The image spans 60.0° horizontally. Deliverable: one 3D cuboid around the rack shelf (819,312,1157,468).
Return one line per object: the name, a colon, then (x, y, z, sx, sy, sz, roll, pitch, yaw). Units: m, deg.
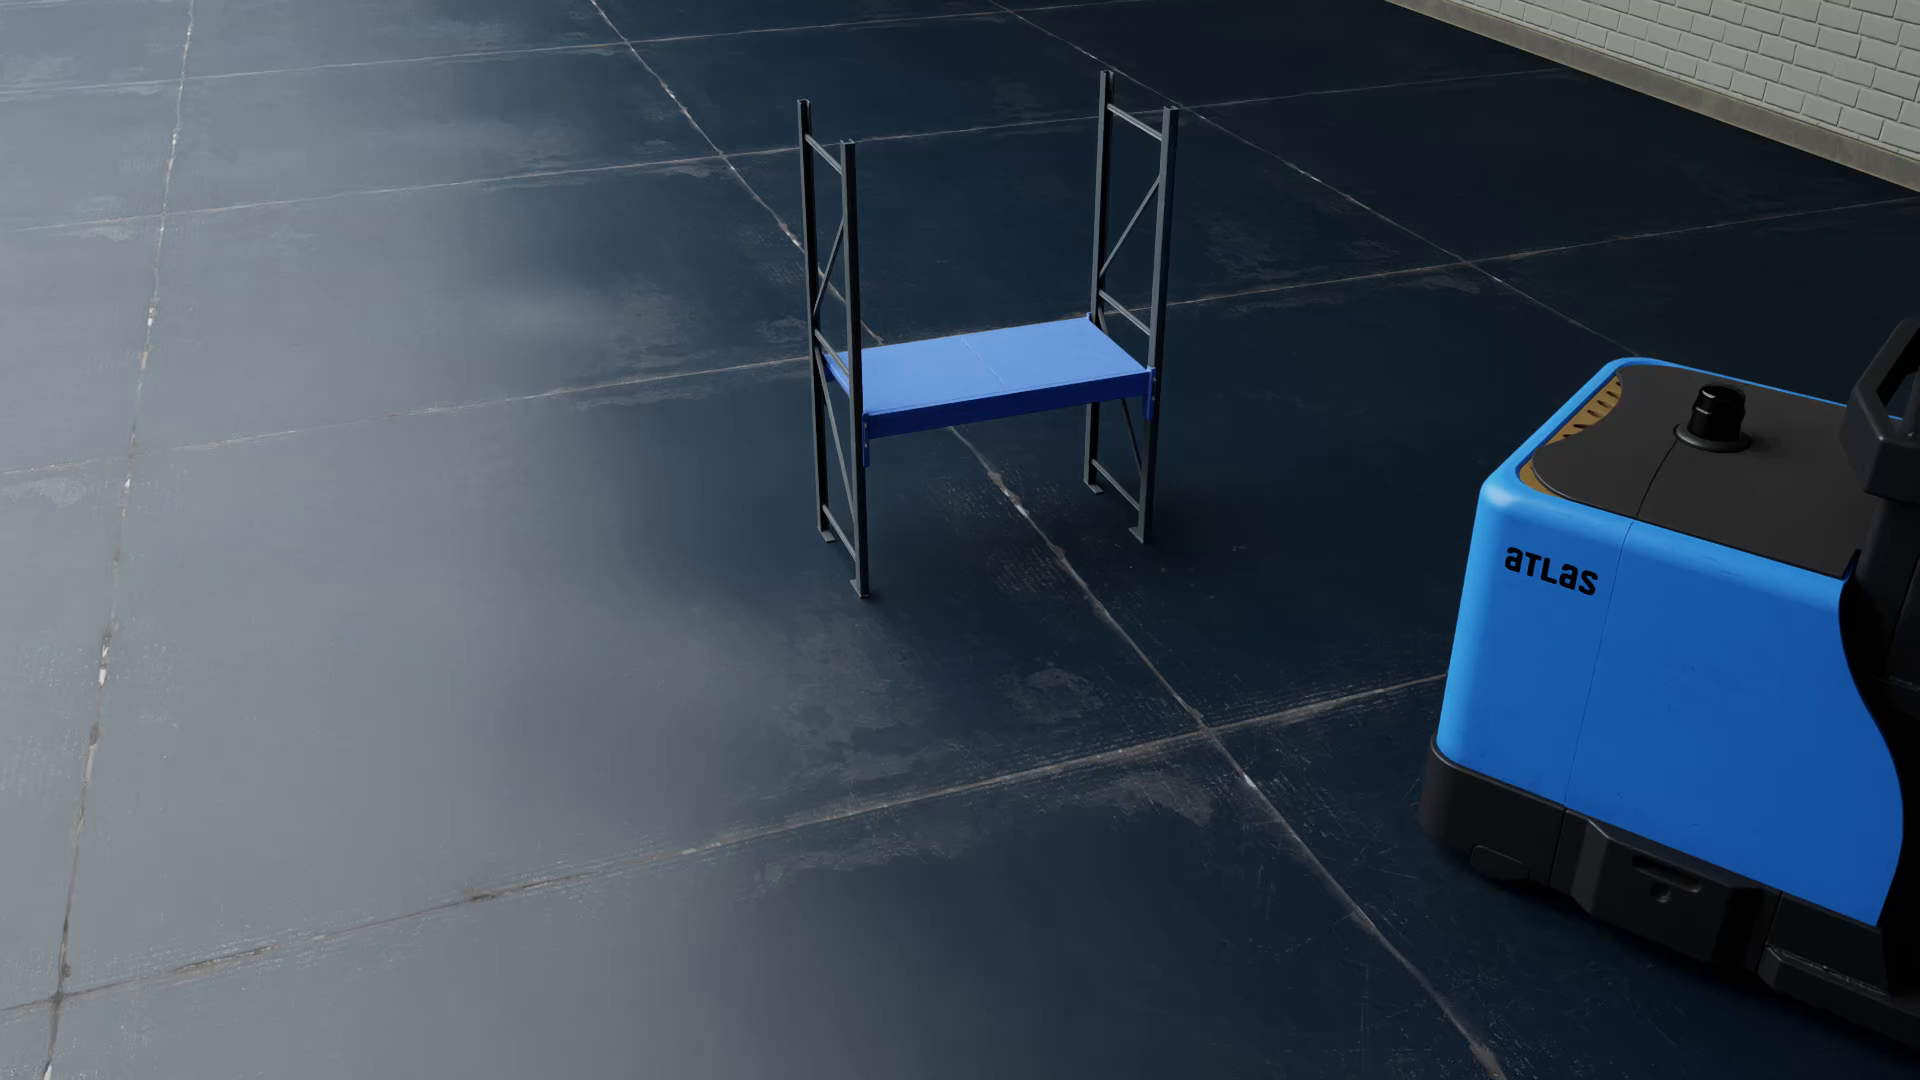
rack shelf: (0.080, -0.510, 5.494, 1.000, 0.185, 0.538, -10, 31, -18)

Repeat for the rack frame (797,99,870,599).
rack frame: (-0.396, -0.579, 5.251, 0.032, 1.500, 0.500, -10, 31, -18)

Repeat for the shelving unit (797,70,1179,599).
shelving unit: (0.080, -0.666, 5.405, 1.048, 1.500, 0.538, -10, 31, -18)

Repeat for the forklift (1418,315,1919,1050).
forklift: (2.672, -0.222, 3.178, 3.031, 2.935, 1.130, 21, 36, 32)

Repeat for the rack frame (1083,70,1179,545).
rack frame: (0.556, -0.754, 5.559, 0.032, 1.500, 0.500, -10, 31, -18)
